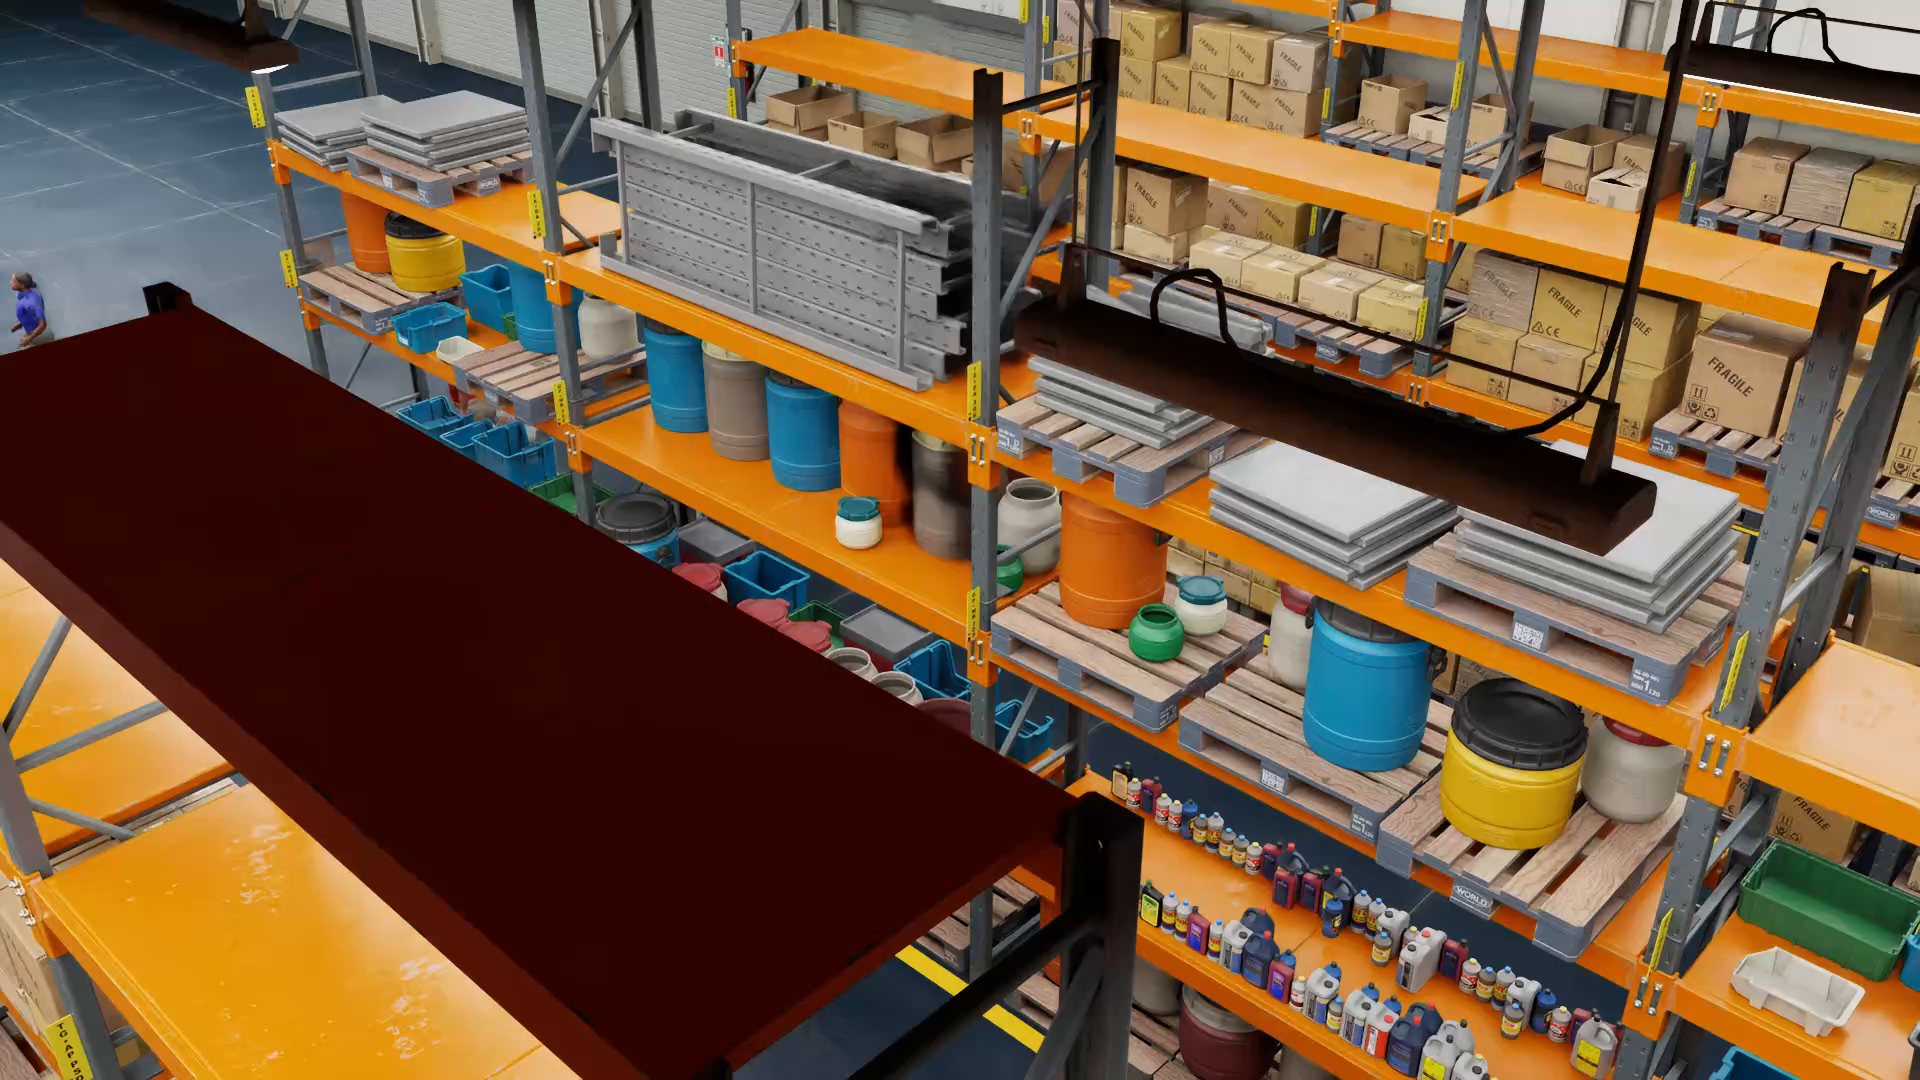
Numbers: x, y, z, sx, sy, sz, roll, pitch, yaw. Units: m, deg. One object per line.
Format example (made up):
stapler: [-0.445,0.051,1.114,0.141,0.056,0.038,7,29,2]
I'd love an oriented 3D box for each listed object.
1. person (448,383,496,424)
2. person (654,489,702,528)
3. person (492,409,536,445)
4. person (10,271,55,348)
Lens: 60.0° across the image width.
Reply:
person: [-4.887,-1.275,16.794,0.929,1.763,0.692,13,32,21]
person: [-2.665,-0.714,15.727,0.564,1.727,0.635,21,35,32]
person: [-4.362,-1.023,16.410,0.570,1.621,0.562,16,33,26]
person: [-10.242,-2.242,18.580,0.618,1.612,0.572,-12,31,-20]
